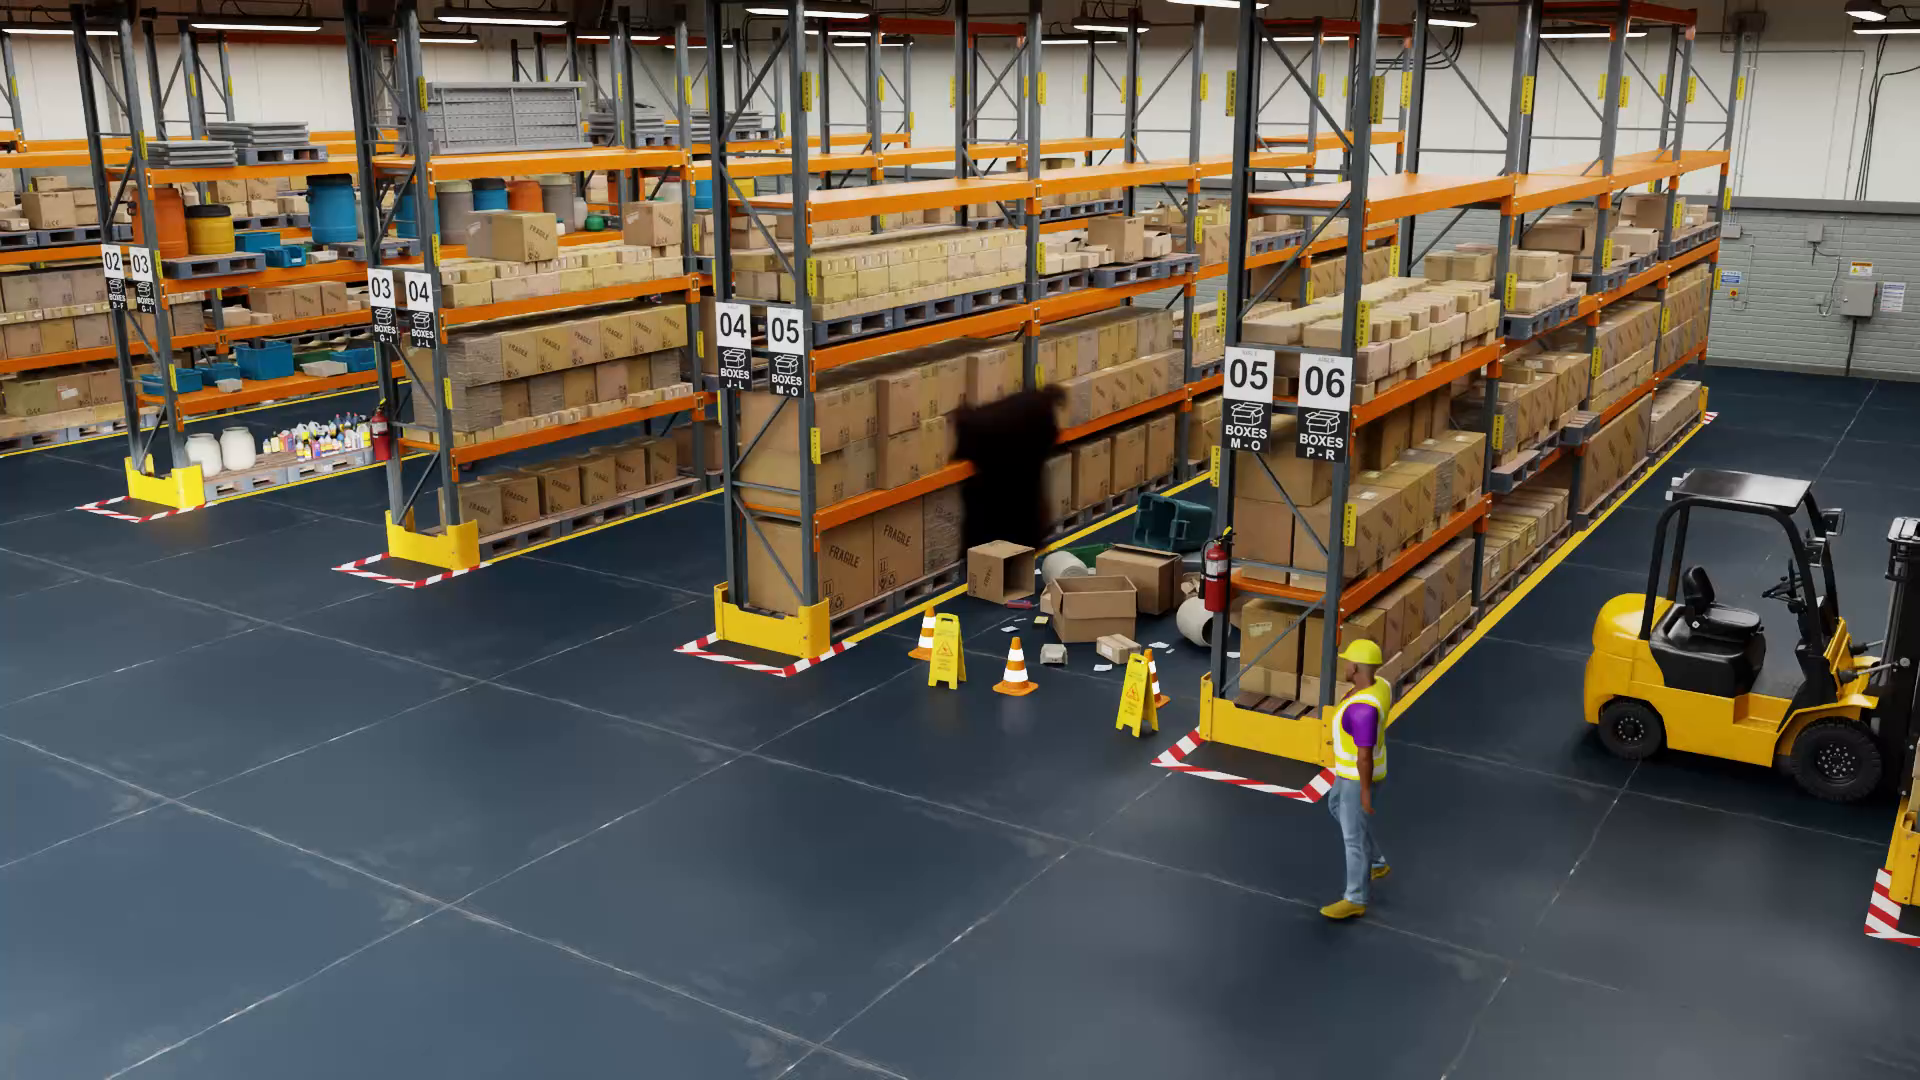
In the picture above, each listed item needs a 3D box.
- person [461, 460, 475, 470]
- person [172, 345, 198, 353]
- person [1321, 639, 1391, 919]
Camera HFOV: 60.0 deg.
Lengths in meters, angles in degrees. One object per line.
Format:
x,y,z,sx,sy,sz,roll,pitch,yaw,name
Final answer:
-6.701,-1.813,22.696,0.459,1.600,0.846,4,16,15,person
-13.035,-3.263,27.830,0.346,1.680,0.579,6,17,19,person
2.552,1.483,10.535,0.424,1.773,0.627,5,16,16,person
